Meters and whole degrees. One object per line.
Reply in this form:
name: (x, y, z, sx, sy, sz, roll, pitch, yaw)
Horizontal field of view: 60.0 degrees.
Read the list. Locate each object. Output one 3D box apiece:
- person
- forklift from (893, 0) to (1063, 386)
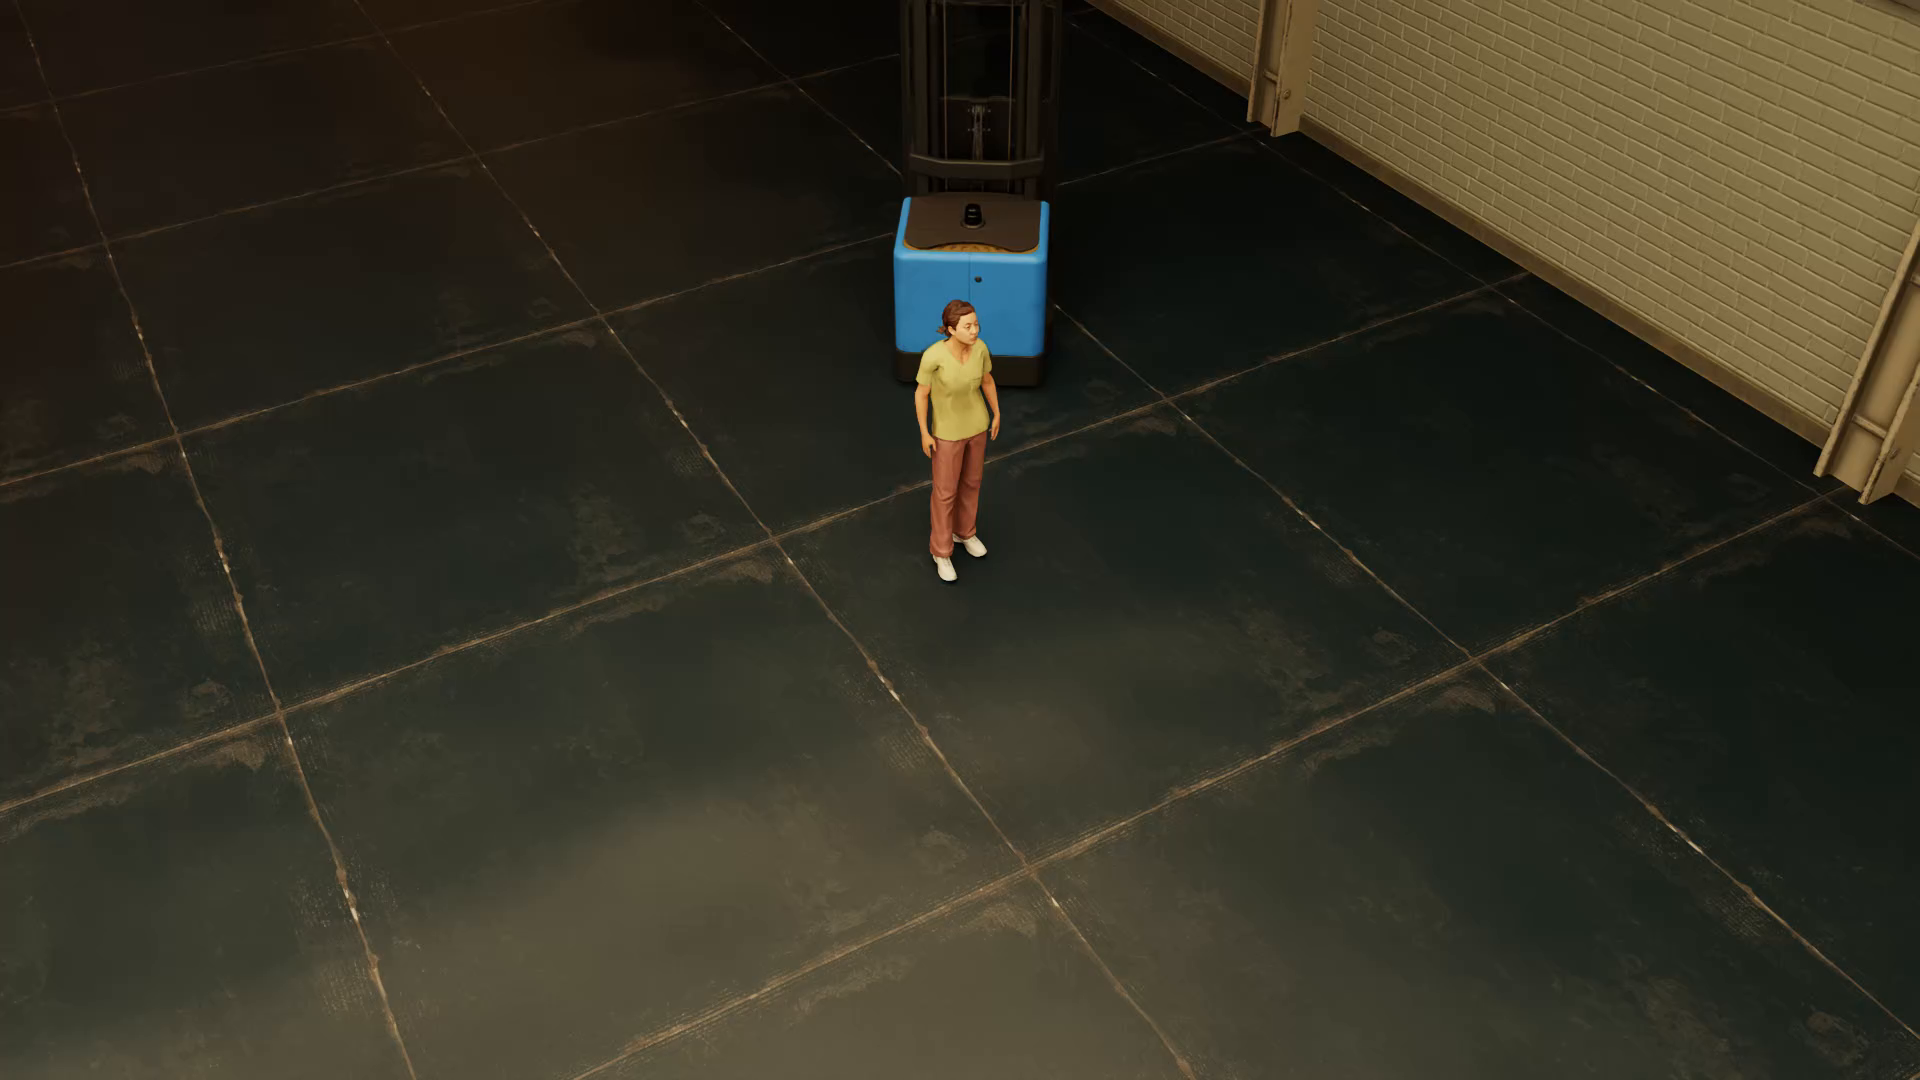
person: (0.028, -0.606, 9.739, 0.554, 1.673, 0.548, -20, 44, -23)
forklift: (0.159, -3.116, 11.793, 1.130, 2.935, 3.031, 2, 40, 3)
